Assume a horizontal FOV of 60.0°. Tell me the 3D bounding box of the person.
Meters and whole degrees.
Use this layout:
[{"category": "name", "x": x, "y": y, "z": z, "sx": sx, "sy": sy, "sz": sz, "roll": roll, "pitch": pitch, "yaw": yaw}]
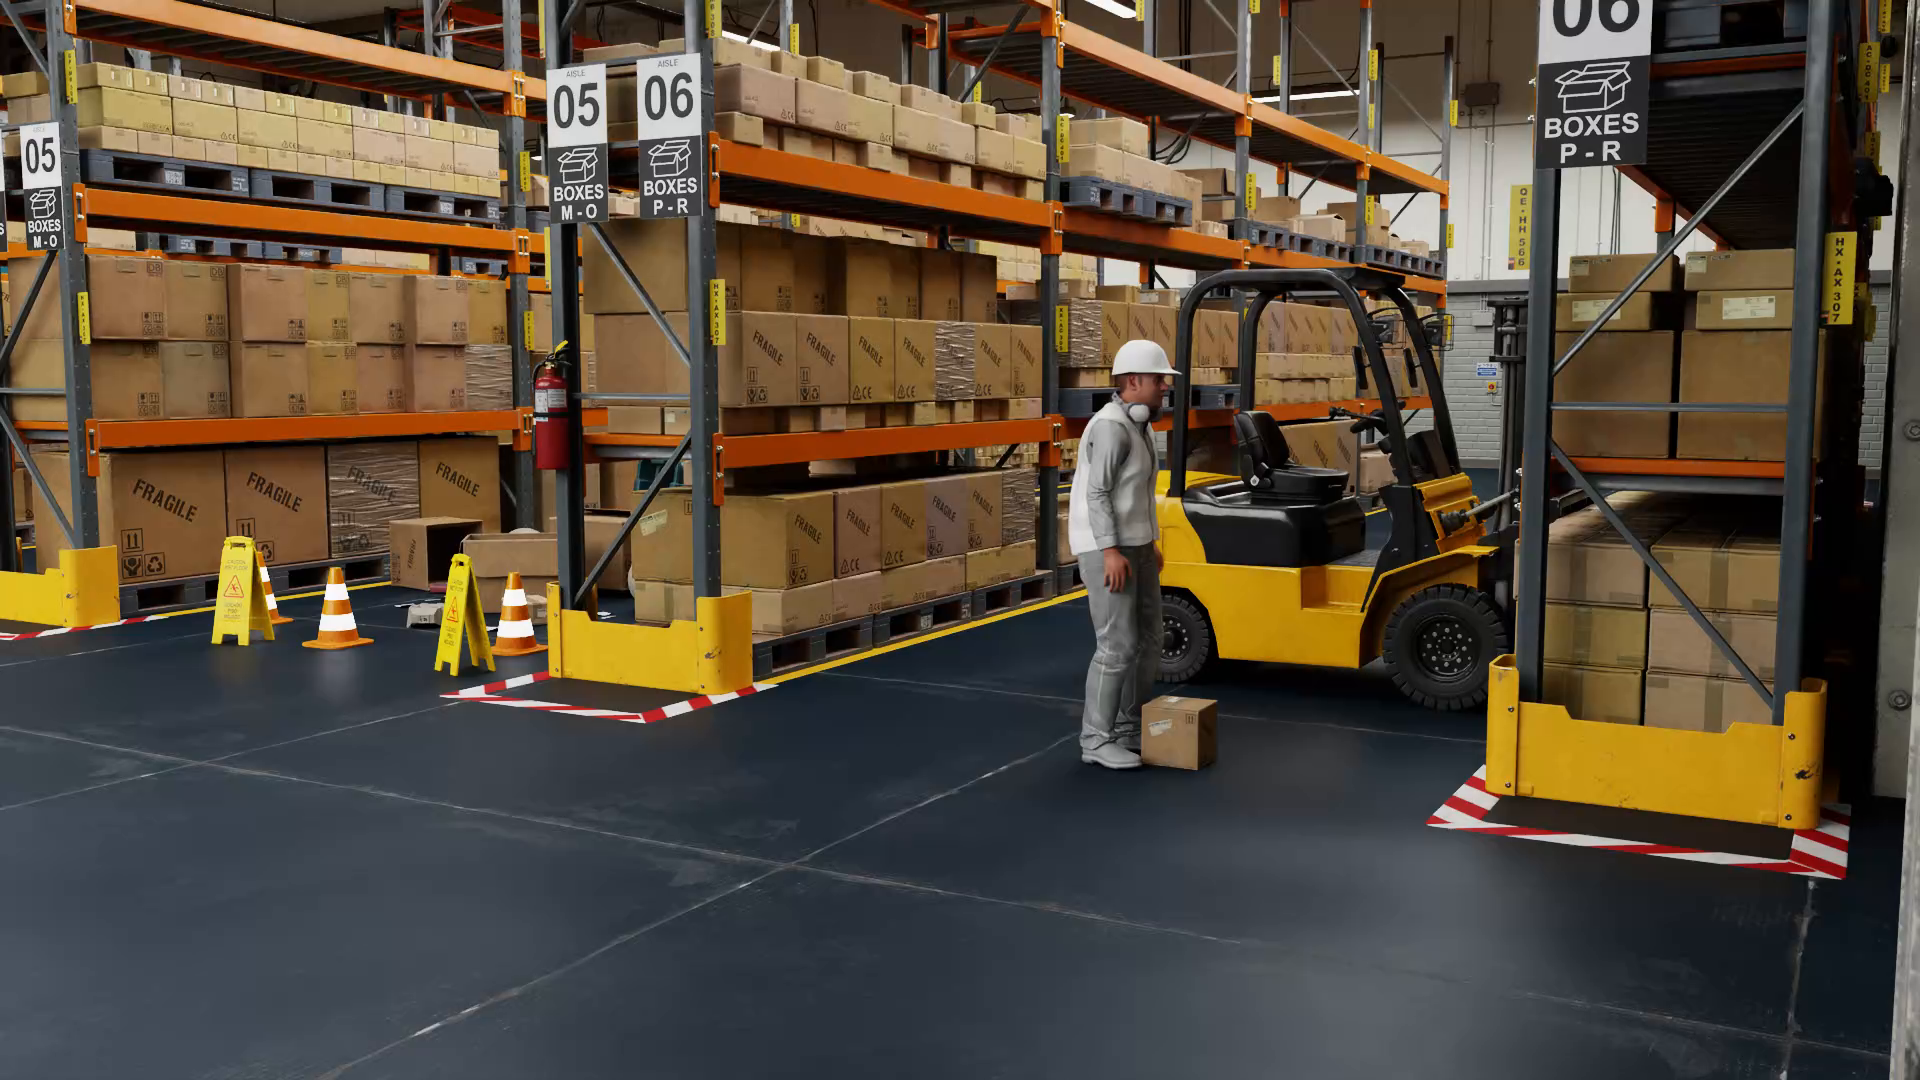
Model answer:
[{"category": "person", "x": 0.706, "y": 0.041, "z": 7.070, "sx": 0.467, "sy": 1.773, "sz": 0.593, "roll": 3, "pitch": 7, "yaw": 26}]
